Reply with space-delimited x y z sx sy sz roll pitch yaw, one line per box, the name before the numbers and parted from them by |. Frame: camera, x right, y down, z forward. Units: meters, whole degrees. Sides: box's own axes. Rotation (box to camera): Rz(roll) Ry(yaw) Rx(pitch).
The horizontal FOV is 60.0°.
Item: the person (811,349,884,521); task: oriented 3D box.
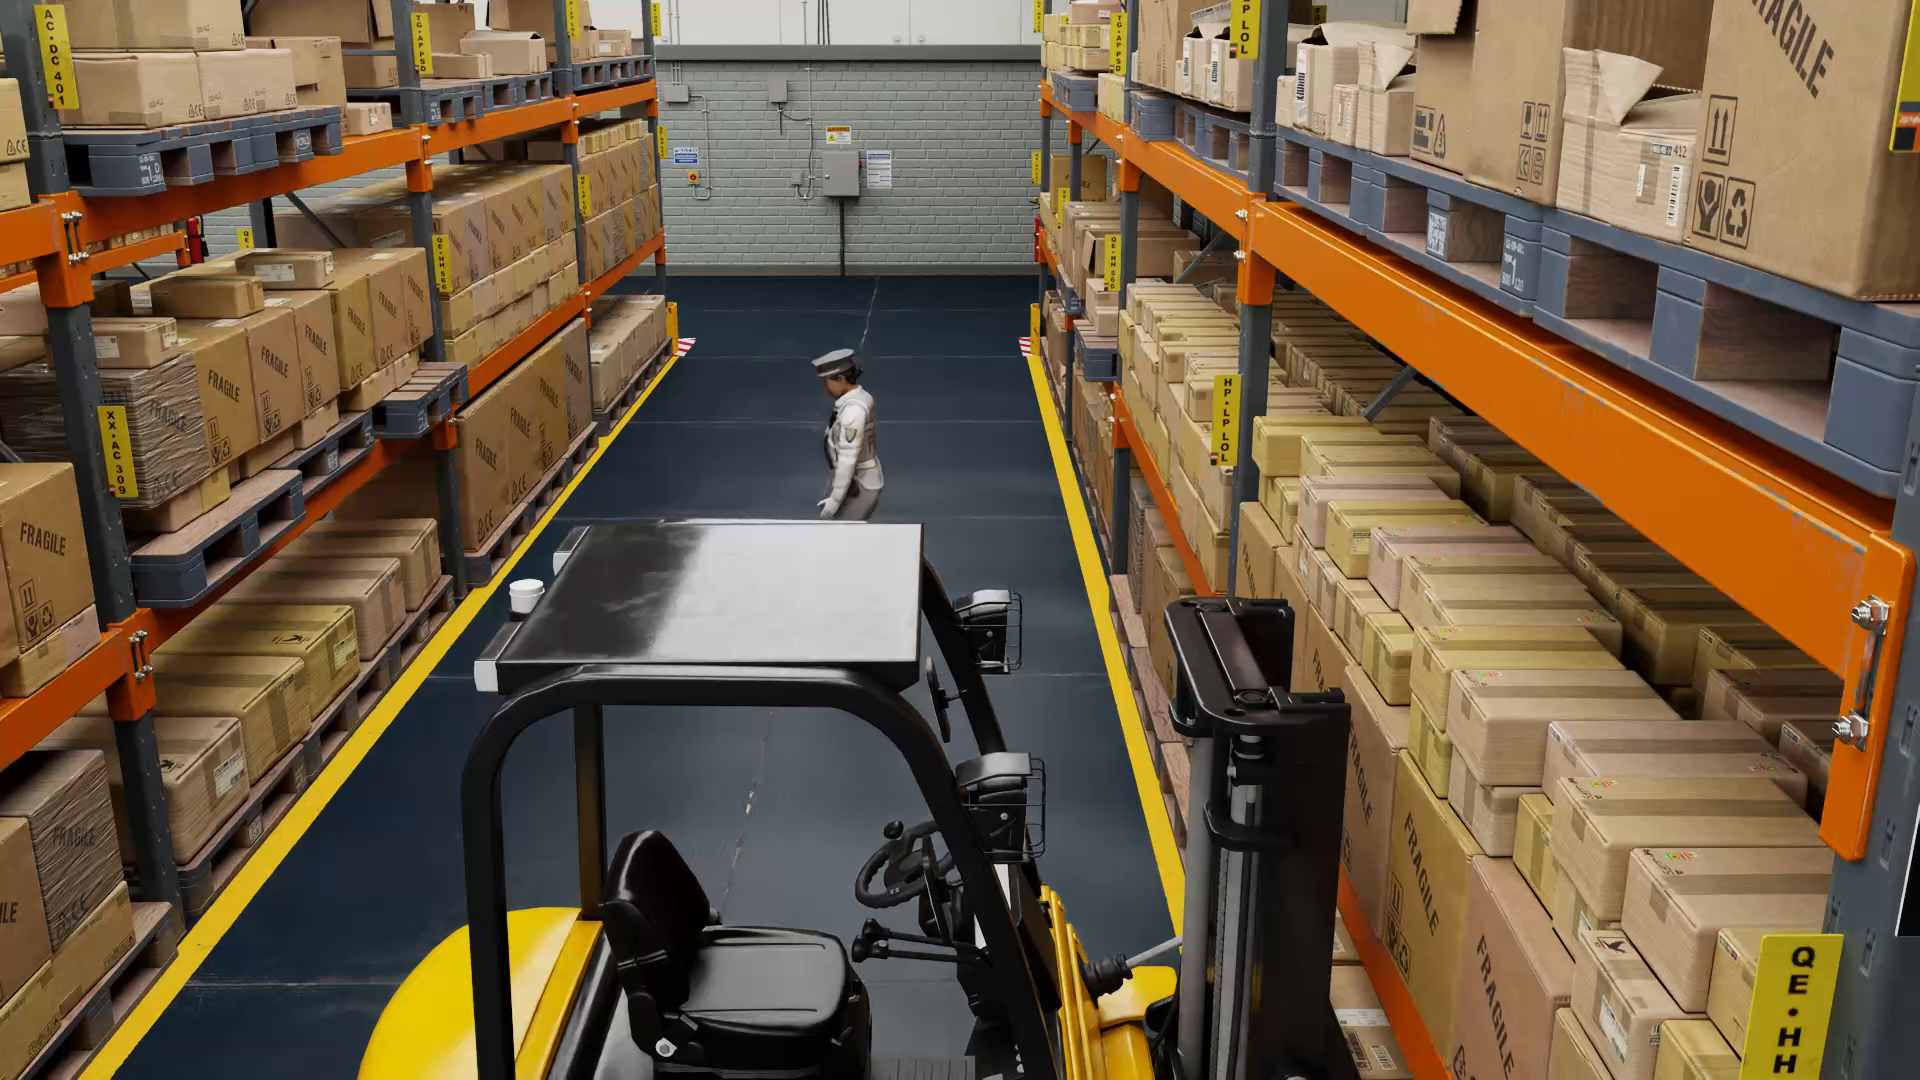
person | -0.628 -0.262 9.438 0.396 1.647 0.488 0 17 0
